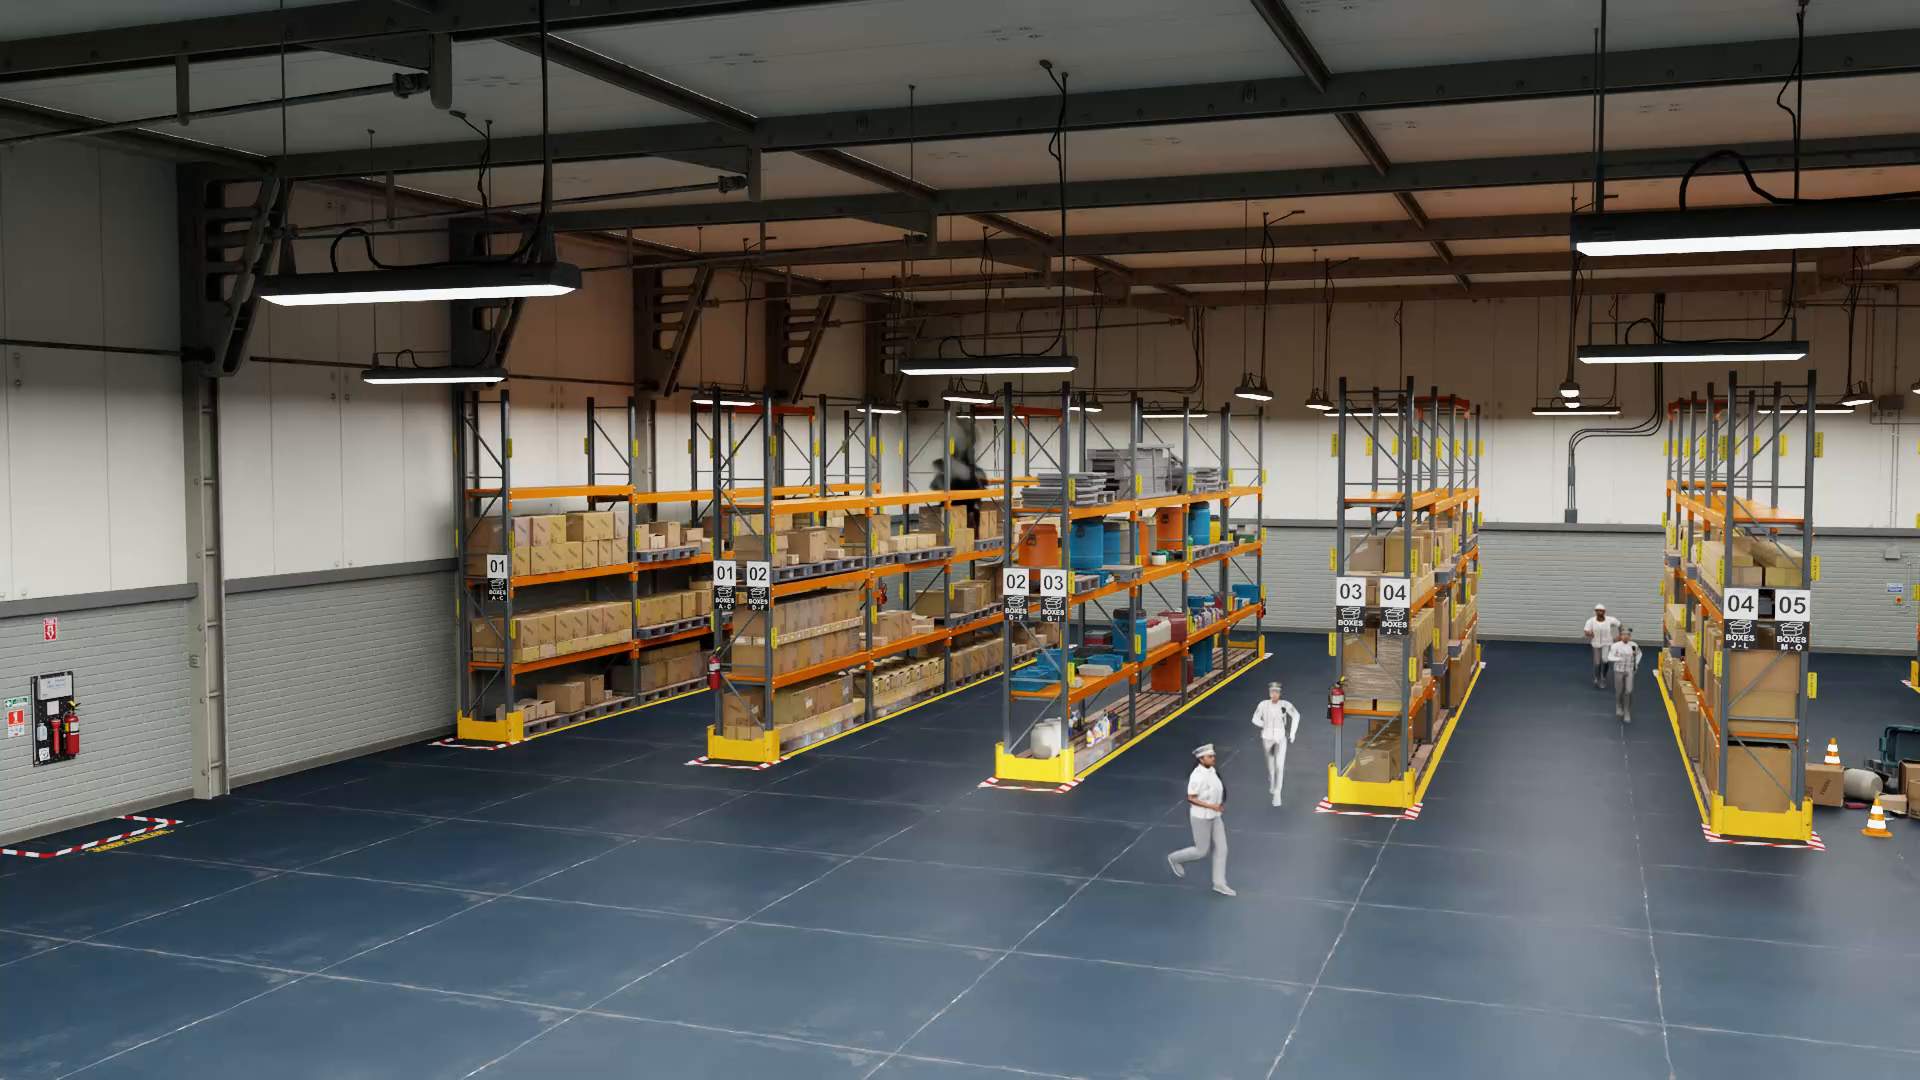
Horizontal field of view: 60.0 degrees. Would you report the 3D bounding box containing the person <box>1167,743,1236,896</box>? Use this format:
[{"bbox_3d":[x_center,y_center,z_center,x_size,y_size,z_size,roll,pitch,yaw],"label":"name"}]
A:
[{"bbox_3d":[2.755,3.128,18.789,0.851,1.692,0.579,3,4,40],"label":"person"}]

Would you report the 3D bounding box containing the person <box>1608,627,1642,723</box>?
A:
[{"bbox_3d":[12.238,2.456,30.610,0.610,1.721,0.783,1,3,17],"label":"person"}]

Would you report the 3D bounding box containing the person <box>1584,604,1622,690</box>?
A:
[{"bbox_3d":[13.363,2.216,34.595,0.710,1.773,0.871,2,4,30],"label":"person"}]

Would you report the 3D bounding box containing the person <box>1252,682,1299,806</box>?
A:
[{"bbox_3d":[4.480,2.855,23.669,0.641,1.696,0.889,1,3,19],"label":"person"}]
